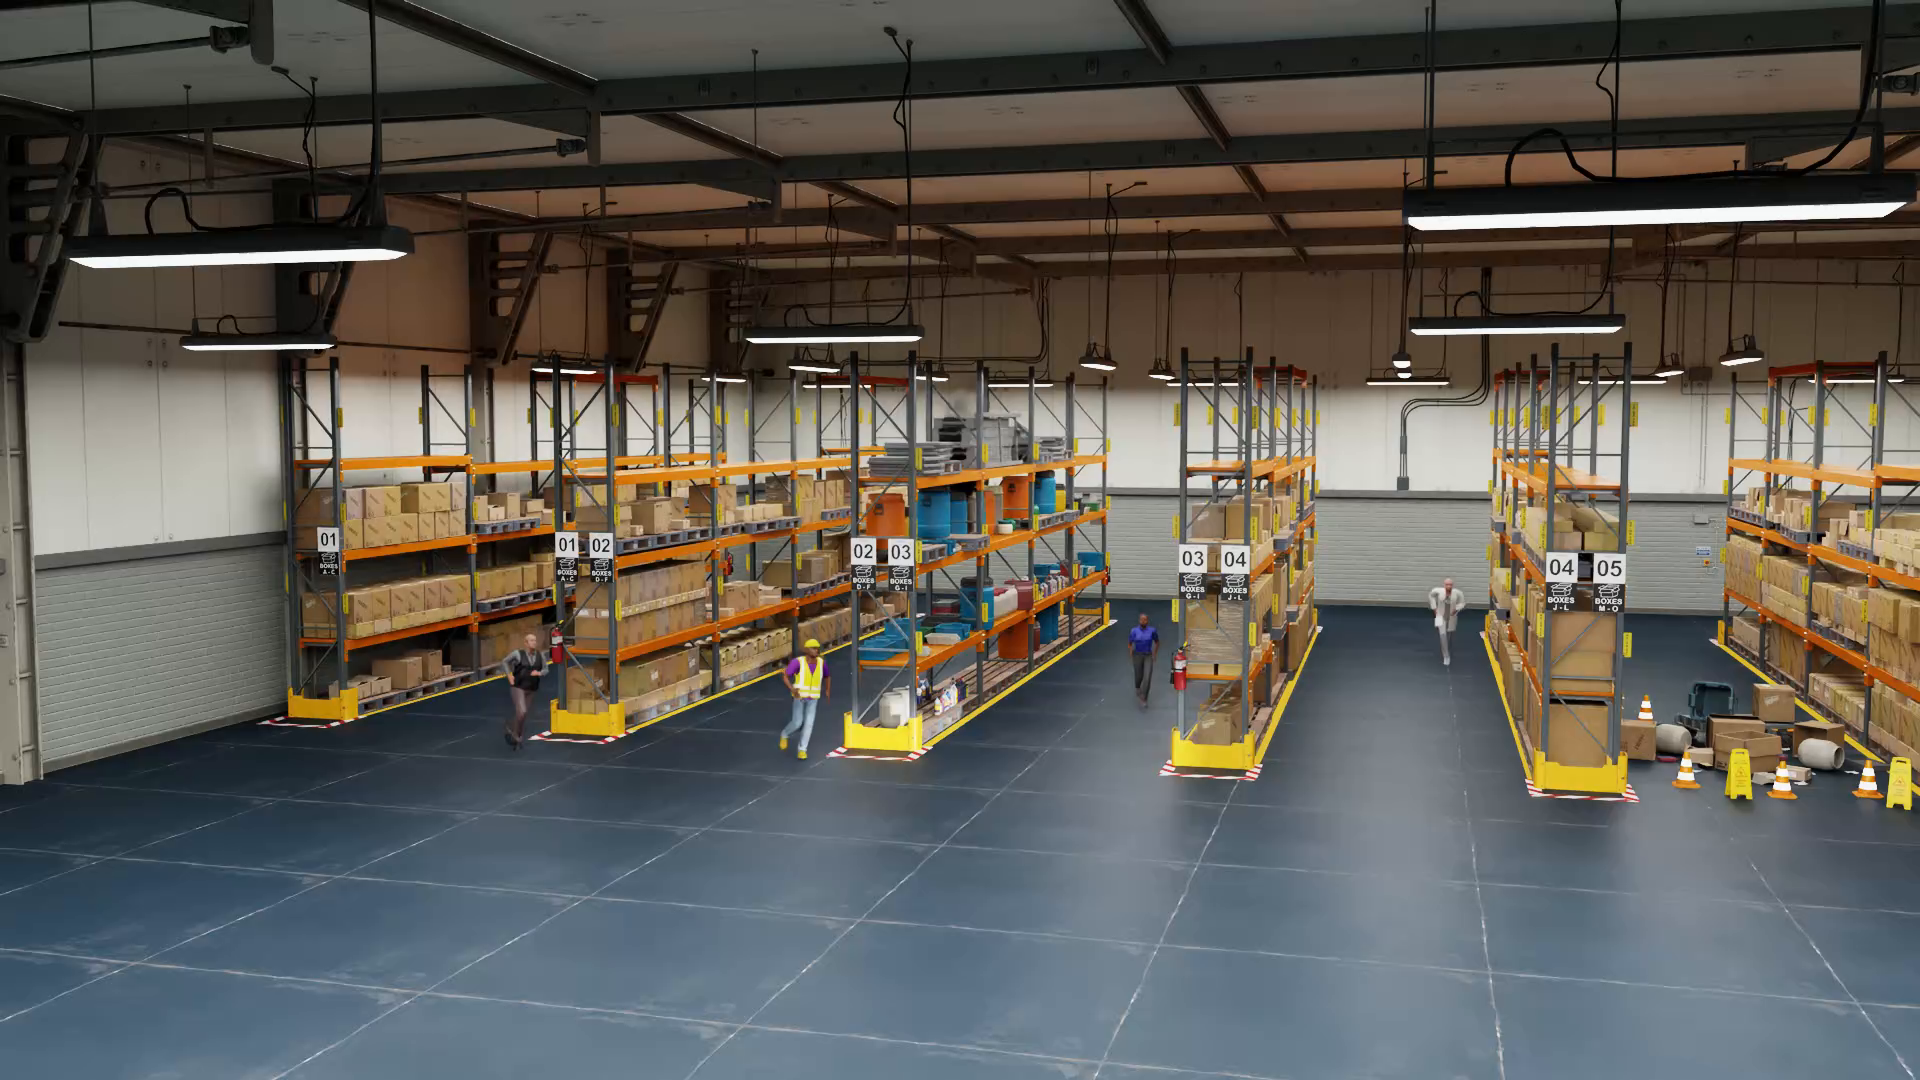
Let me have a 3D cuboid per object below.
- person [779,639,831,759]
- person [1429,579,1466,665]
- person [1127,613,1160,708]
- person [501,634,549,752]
[{"bbox_3d":[-2.252,2.329,24.673,0.755,1.727,0.770,-2,5,-26],"label":"person"},{"bbox_3d":[9.993,1.656,34.163,0.727,1.795,1.047,1,4,14],"label":"person"},{"bbox_3d":[3.205,2.073,29.032,0.565,1.629,0.761,0,4,5],"label":"person"},{"bbox_3d":[-6.634,2.232,25.314,0.684,1.608,0.716,-4,6,-42],"label":"person"}]
